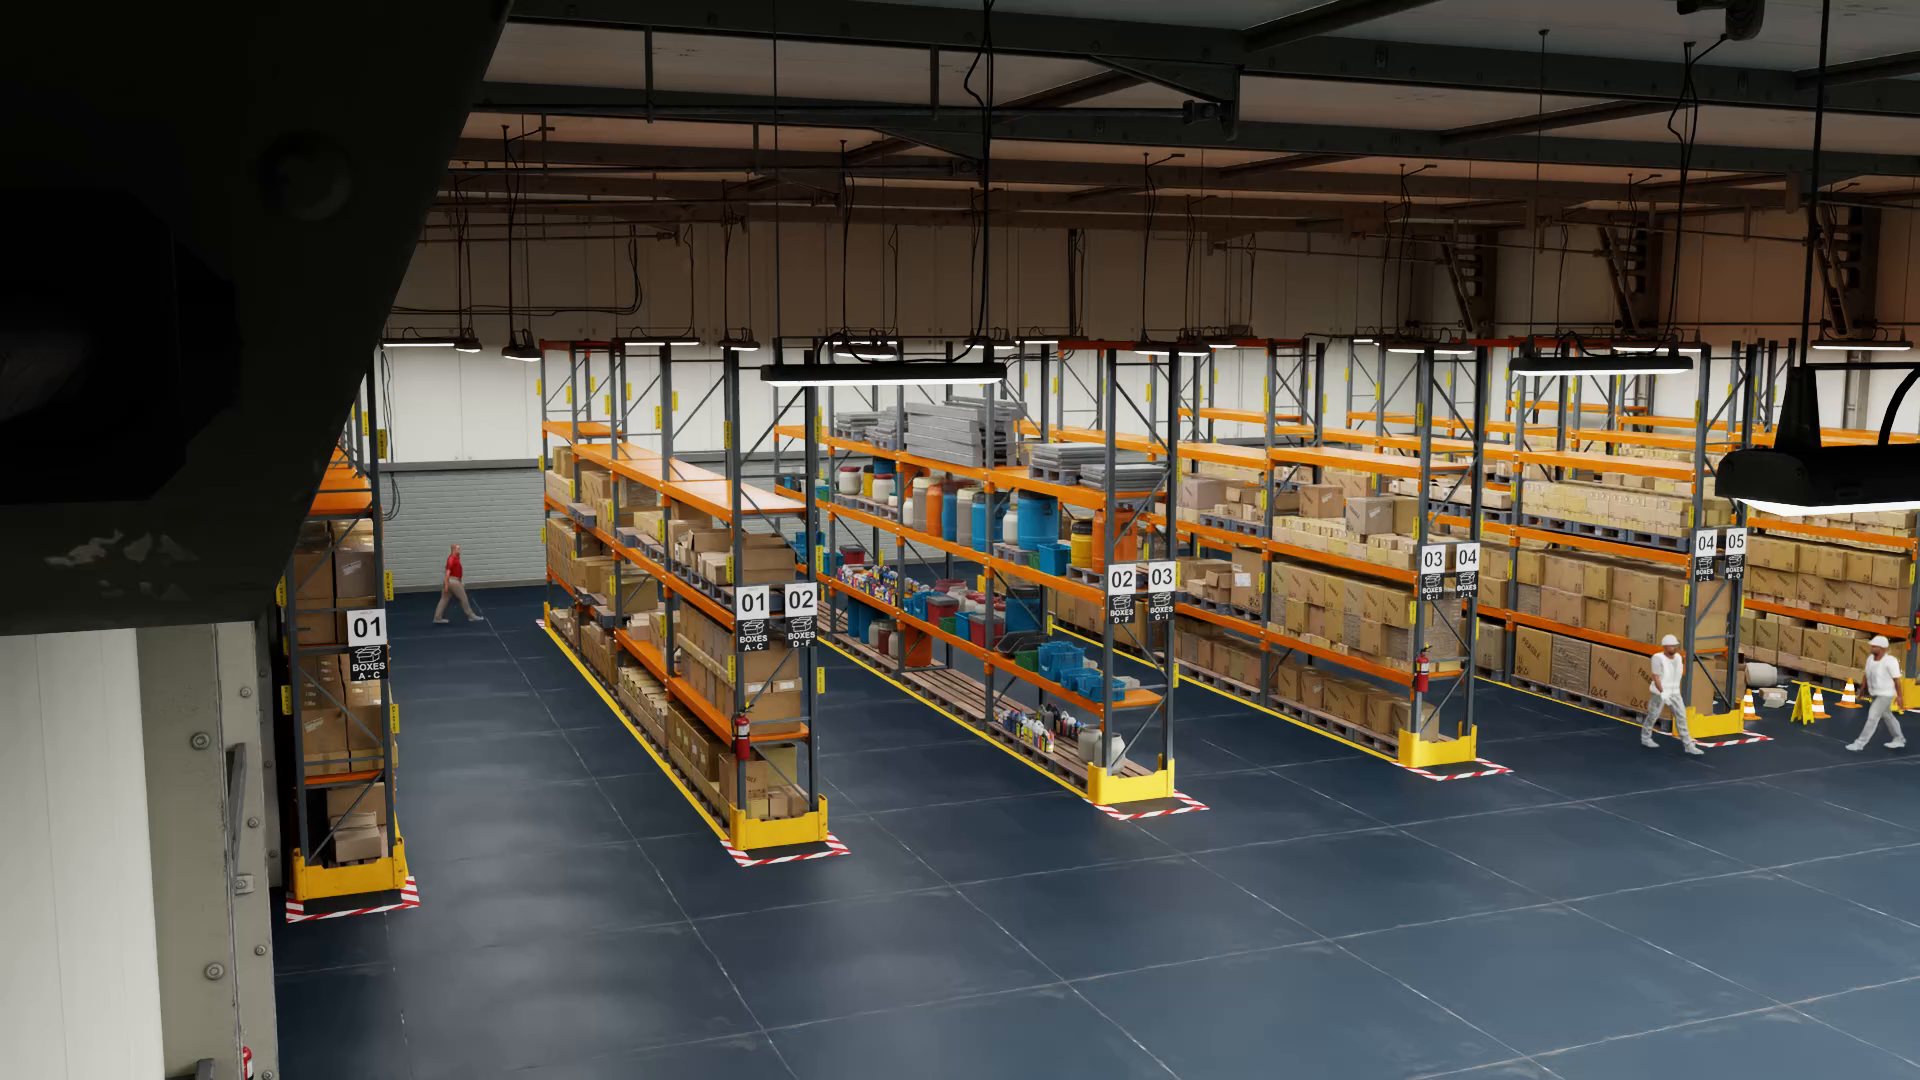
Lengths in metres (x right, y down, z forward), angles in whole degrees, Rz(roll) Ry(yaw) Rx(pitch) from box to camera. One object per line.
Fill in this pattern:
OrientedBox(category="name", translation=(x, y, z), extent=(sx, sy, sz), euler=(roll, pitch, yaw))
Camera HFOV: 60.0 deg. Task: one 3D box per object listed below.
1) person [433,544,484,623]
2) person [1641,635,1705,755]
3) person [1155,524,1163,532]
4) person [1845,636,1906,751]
OrientedBox(category="person", translation=(-10.680, 0.902, 35.223), extent=(1.018, 1.658, 0.498), euler=(-5, 9, -34))
OrientedBox(category="person", translation=(10.474, 2.263, 24.472), extent=(0.578, 1.734, 0.968), euler=(-2, 8, -16))
OrientedBox(category="person", translation=(4.872, 0.145, 41.318), extent=(1.002, 1.627, 0.420), euler=(-3, 8, -22))
OrientedBox(category="person", translation=(13.590, 2.263, 24.654), extent=(1.029, 1.698, 0.615), euler=(-1, 7, -4))
